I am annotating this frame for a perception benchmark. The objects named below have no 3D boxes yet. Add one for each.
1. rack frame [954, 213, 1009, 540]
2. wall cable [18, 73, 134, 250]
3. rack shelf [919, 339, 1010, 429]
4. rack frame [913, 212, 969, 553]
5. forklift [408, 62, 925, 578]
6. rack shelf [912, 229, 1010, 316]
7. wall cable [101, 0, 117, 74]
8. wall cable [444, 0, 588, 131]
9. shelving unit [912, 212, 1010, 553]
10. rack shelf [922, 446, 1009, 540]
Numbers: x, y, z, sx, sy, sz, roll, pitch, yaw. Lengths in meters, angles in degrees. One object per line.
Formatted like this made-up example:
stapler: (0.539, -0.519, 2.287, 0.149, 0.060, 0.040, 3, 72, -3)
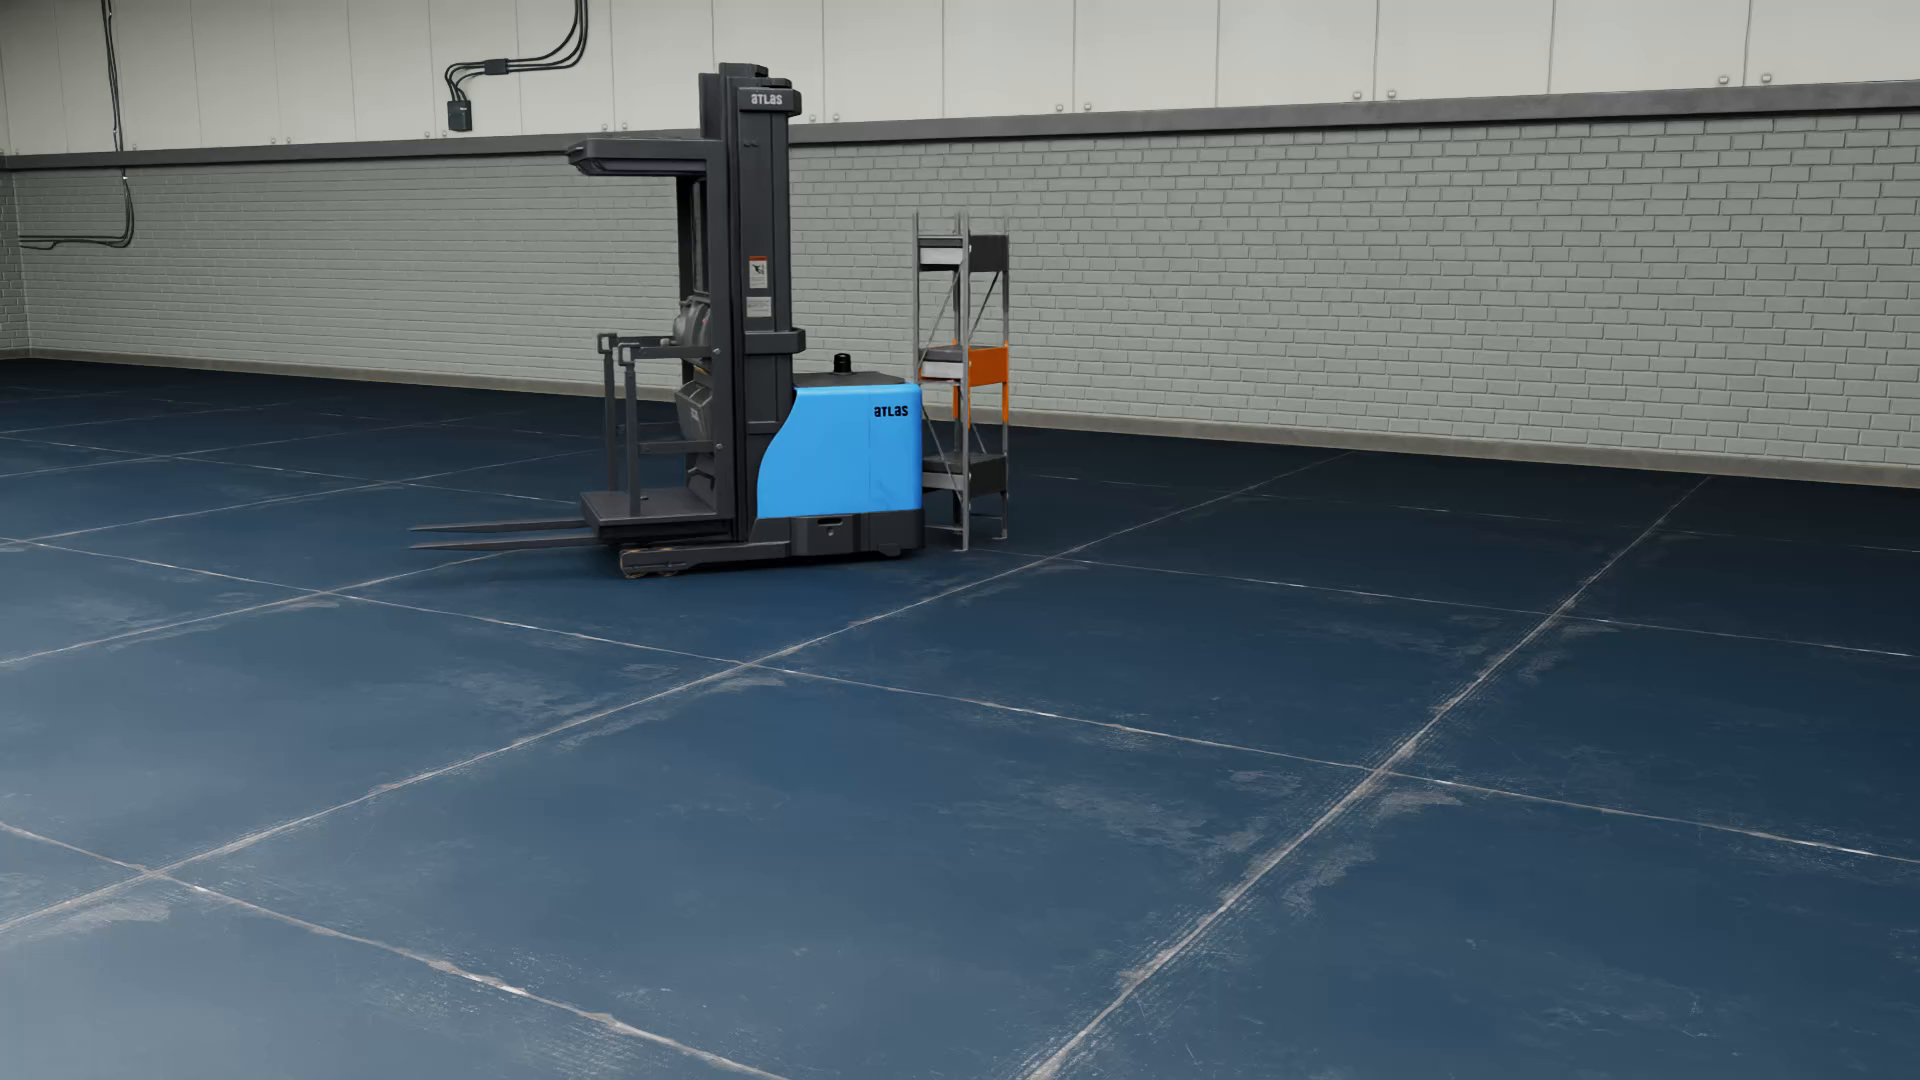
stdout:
rack frame: (0.138, -1.050, 10.770, 0.400, 2.100, 0.015, 6, 12, 31)
wall cable: (-13.439, -5.634, 24.948, 3.097, 2.526, 0.112, 6, 12, 31)
rack shelf: (0.009, -0.998, 10.568, 0.431, 0.518, 0.480, 6, 12, 31)
rack frame: (-0.119, -0.973, 10.362, 0.400, 2.100, 0.015, 6, 12, 31)
forklift: (-1.792, -1.326, 9.987, 3.031, 2.935, 1.130, -4, 11, -18)
rack shelf: (0.009, -1.686, 10.439, 0.431, 0.518, 0.480, 6, 12, 31)
wall cable: (-11.127, -7.858, 23.102, 3.097, 2.526, 0.112, 6, 12, 31)
wall cable: (-5.334, -7.923, 19.491, 2.305, 6.003, 0.169, 6, 12, 31)
shelving unit: (0.009, -1.012, 10.566, 0.431, 2.100, 0.503, 6, 12, 31)
rack shelf: (0.009, -0.310, 10.697, 0.431, 0.518, 0.480, 6, 12, 31)
